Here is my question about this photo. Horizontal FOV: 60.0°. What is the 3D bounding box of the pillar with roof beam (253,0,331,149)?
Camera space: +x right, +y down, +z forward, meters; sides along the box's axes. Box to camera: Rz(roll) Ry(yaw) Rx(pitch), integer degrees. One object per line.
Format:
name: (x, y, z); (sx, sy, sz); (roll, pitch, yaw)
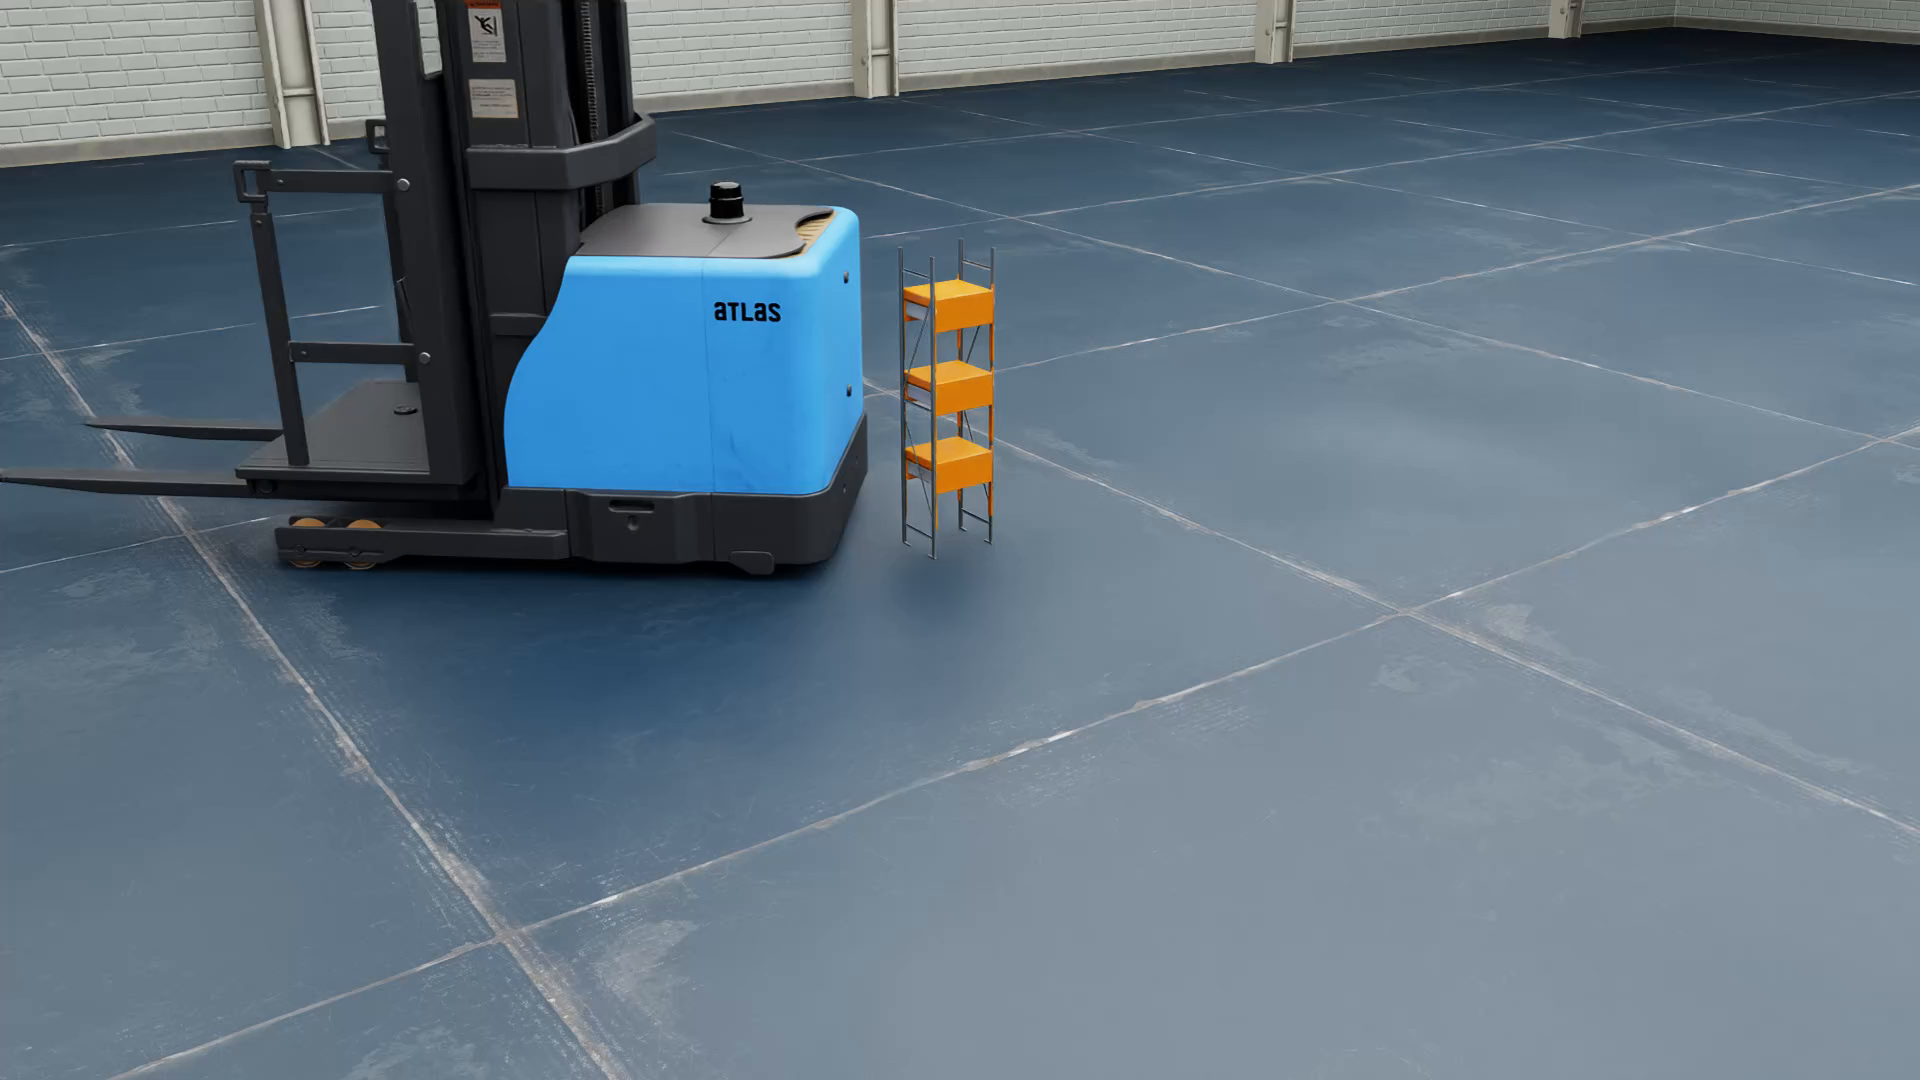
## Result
pillar with roof beam: (-3.257, -6.357, 9.686); (0.400, 9.000, 9.100); (-15, 26, -33)

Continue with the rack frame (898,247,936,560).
rack frame: (-0.142, -0.450, 5.607); (0.008, 1.050, 0.200); (-15, 26, -33)

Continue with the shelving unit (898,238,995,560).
shelving unit: (-0.043, -0.476, 5.673); (0.252, 1.050, 0.215); (-15, 26, -33)

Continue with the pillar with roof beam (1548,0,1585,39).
pillar with roof beam: (11.354, -10.253, 19.449); (0.400, 9.000, 9.100); (-15, 26, -33)

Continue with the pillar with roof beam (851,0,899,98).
pillar with roof beam: (1.613, -7.656, 12.940); (0.400, 9.000, 9.100); (-15, 26, -33)

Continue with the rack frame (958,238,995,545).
rack frame: (0.056, -0.502, 5.739); (0.008, 1.050, 0.200); (-15, 26, -33)

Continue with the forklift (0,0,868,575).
forklift: (-1.899, -1.452, 5.580); (3.031, 2.935, 1.130); (2, 22, 5)

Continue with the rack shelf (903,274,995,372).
rack shelf: (-0.043, -0.730, 5.572); (0.240, 0.259, 0.215); (-15, 26, -33)

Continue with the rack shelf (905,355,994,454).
rack shelf: (-0.043, -0.466, 5.677); (0.240, 0.259, 0.215); (-15, 26, -33)

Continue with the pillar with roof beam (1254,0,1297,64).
pillar with roof beam: (6.483, -8.954, 16.195); (0.400, 9.000, 9.100); (-15, 26, -33)

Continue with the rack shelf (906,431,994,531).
rack shelf: (-0.043, -0.208, 5.780); (0.240, 0.259, 0.215); (-15, 26, -33)
